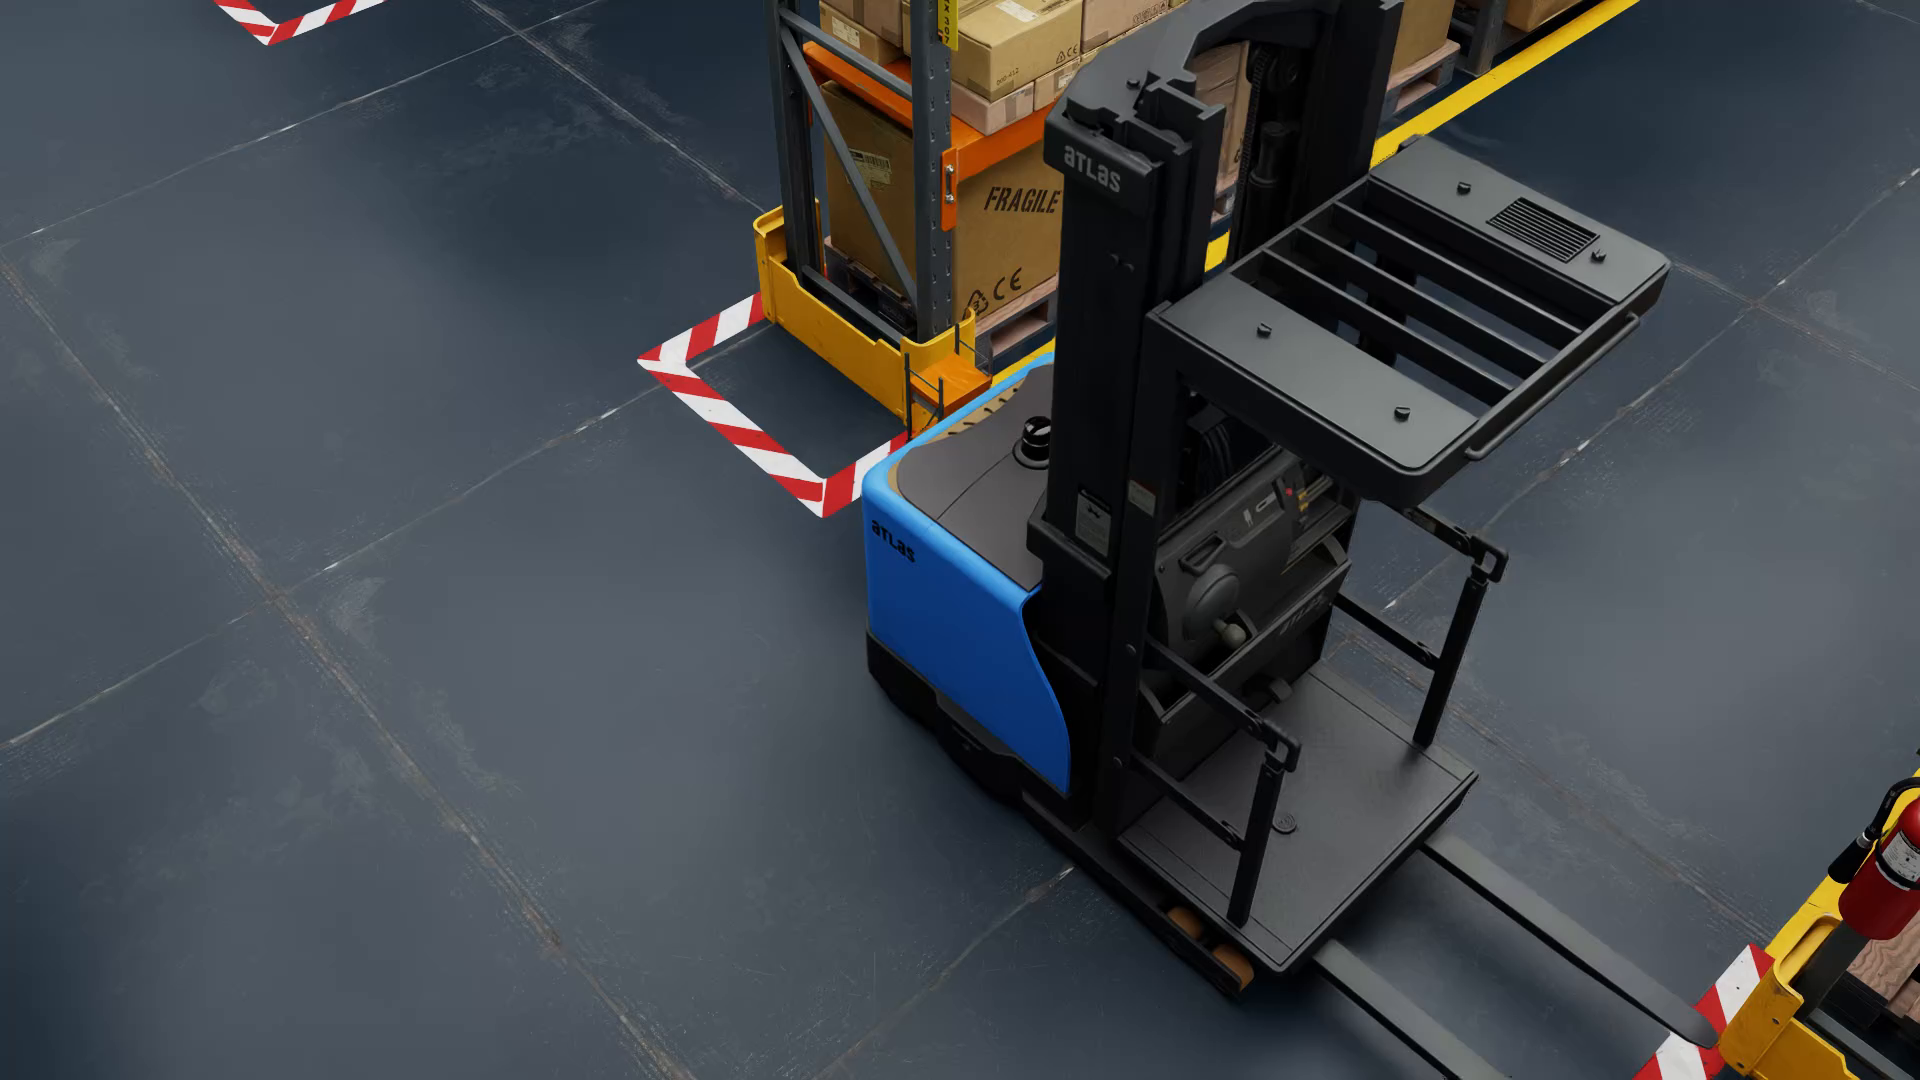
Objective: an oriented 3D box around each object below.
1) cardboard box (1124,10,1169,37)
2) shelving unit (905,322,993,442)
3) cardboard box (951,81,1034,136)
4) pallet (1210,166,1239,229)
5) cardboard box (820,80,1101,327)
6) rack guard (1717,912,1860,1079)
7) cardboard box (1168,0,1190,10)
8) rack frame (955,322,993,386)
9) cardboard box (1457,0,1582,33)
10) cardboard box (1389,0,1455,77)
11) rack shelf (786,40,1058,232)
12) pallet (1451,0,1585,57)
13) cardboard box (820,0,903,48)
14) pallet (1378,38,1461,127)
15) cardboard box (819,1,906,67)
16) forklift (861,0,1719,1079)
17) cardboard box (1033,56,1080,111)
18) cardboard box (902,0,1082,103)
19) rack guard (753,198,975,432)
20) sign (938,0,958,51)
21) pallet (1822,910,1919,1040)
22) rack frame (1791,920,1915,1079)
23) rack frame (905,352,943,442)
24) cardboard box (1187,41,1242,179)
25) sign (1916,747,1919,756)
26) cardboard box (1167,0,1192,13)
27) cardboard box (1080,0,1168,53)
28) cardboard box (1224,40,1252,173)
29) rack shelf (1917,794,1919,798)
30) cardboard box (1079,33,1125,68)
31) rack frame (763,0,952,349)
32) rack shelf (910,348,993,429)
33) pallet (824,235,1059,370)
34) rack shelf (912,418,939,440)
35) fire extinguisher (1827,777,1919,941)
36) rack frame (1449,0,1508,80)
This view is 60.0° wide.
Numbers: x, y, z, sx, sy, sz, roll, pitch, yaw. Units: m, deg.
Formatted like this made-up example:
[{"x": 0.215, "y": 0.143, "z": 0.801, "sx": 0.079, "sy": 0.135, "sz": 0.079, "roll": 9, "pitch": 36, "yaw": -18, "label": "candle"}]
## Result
[{"x": 0.643, "y": -2.167, "z": 6.932, "sx": 0.250, "sy": 0.149, "sz": 0.380, "roll": -35, "pitch": 56, "yaw": -28, "label": "cardboard box"}, {"x": -0.040, "y": -0.330, "z": 6.393, "sx": 0.252, "sy": 1.050, "sz": 0.215, "roll": -34, "pitch": 56, "yaw": -27, "label": "shelving unit"}, {"x": 0.073, "y": -1.783, "z": 6.578, "sx": 0.250, "sy": 0.149, "sz": 0.380, "roll": -33, "pitch": 55, "yaw": -27, "label": "cardboard box"}, {"x": 1.029, "y": -1.964, "z": 8.472, "sx": 1.213, "sy": 0.211, "sz": 1.003, "roll": -34, "pitch": 56, "yaw": -27, "label": "pallet"}, {"x": 0.008, "y": -1.654, "z": 7.448, "sx": 0.875, "sy": 0.875, "sz": 0.875, "roll": -34, "pitch": 56, "yaw": -27, "label": "cardboard box"}, {"x": 2.911, "y": 1.688, "z": 4.906, "sx": 0.348, "sy": 0.500, "sz": 1.175, "roll": -34, "pitch": 56, "yaw": -27, "label": "rack guard"}, {"x": 0.879, "y": -2.519, "z": 6.987, "sx": 0.500, "sy": 0.250, "sz": 0.500, "roll": -36, "pitch": 57, "yaw": -28, "label": "cardboard box"}, {"x": 0.051, "y": -0.390, "z": 6.449, "sx": 0.008, "sy": 1.050, "sz": 0.200, "roll": -34, "pitch": 56, "yaw": -27, "label": "rack frame"}, {"x": 3.008, "y": -3.599, "z": 9.243, "sx": 0.875, "sy": 0.875, "sz": 1.225, "roll": -34, "pitch": 56, "yaw": -27, "label": "cardboard box"}, {"x": 2.005, "y": -2.989, "z": 8.680, "sx": 0.875, "sy": 0.875, "sz": 0.875, "roll": -34, "pitch": 56, "yaw": -27, "label": "cardboard box"}, {"x": 1.068, "y": -2.617, "z": 7.666, "sx": 4.000, "sy": 0.370, "sz": 1.077, "roll": -34, "pitch": 56, "yaw": -27, "label": "rack shelf"}, {"x": 3.068, "y": -3.326, "z": 9.729, "sx": 1.213, "sy": 0.211, "sz": 1.003, "roll": -34, "pitch": 56, "yaw": -27, "label": "pallet"}, {"x": -0.232, "y": -2.306, "z": 6.789, "sx": 0.500, "sy": 0.250, "sz": 0.500, "roll": -35, "pitch": 56, "yaw": -28, "label": "cardboard box"}, {"x": 1.932, "y": -2.570, "z": 9.031, "sx": 1.213, "sy": 0.211, "sz": 1.003, "roll": -34, "pitch": 56, "yaw": -27, "label": "pallet"}, {"x": -0.370, "y": -2.142, "z": 6.909, "sx": 0.250, "sy": 0.149, "sz": 0.380, "roll": -33, "pitch": 55, "yaw": -27, "label": "cardboard box"}, {"x": 1.038, "y": 0.051, "z": 4.762, "sx": 1.130, "sy": 2.935, "sz": 3.031, "roll": -35, "pitch": 56, "yaw": -28, "label": "forklift"}, {"x": 0.261, "y": -1.910, "z": 6.696, "sx": 0.250, "sy": 0.149, "sz": 0.380, "roll": -35, "pitch": 56, "yaw": -28, "label": "cardboard box"}, {"x": 0.125, "y": -2.012, "z": 6.519, "sx": 0.500, "sy": 0.250, "sz": 0.500, "roll": -35, "pitch": 56, "yaw": -28, "label": "cardboard box"}, {"x": -0.430, "y": -1.012, "z": 7.397, "sx": 0.348, "sy": 0.500, "sz": 1.175, "roll": -34, "pitch": 56, "yaw": -27, "label": "rack guard"}, {"x": -0.043, "y": -1.887, "z": 5.861, "sx": 0.005, "sy": 0.325, "sz": 0.100, "roll": -34, "pitch": 56, "yaw": -27, "label": "sign"}, {"x": 3.556, "y": 1.380, "z": 5.386, "sx": 1.213, "sy": 0.211, "sz": 1.003, "roll": -34, "pitch": 56, "yaw": -27, "label": "pallet"}, {"x": 2.920, "y": 0.821, "z": 4.004, "sx": 0.127, "sy": 3.000, "sz": 1.000, "roll": -34, "pitch": 56, "yaw": -27, "label": "rack frame"}, {"x": -0.130, "y": -0.269, "z": 6.337, "sx": 0.008, "sy": 1.050, "sz": 0.200, "roll": -34, "pitch": 56, "yaw": -27, "label": "rack frame"}, {"x": 0.681, "y": -2.104, "z": 7.863, "sx": 0.875, "sy": 0.875, "sz": 0.875, "roll": -34, "pitch": 56, "yaw": -27, "label": "cardboard box"}, {"x": 2.538, "y": 0.475, "z": 4.213, "sx": 0.005, "sy": 0.325, "sz": 0.100, "roll": -34, "pitch": 56, "yaw": -27, "label": "sign"}, {"x": 0.832, "y": -2.292, "z": 7.048, "sx": 0.250, "sy": 0.149, "sz": 0.380, "roll": -35, "pitch": 56, "yaw": -28, "label": "cardboard box"}, {"x": 0.505, "y": -2.273, "z": 6.759, "sx": 0.500, "sy": 0.250, "sz": 0.500, "roll": -34, "pitch": 56, "yaw": -28, "label": "cardboard box"}, {"x": 1.339, "y": -2.544, "z": 8.269, "sx": 0.875, "sy": 0.875, "sz": 0.875, "roll": -34, "pitch": 56, "yaw": -27, "label": "cardboard box"}, {"x": 4.400, "y": 0.077, "z": 5.181, "sx": 4.000, "sy": 0.370, "sz": 1.077, "roll": -34, "pitch": 56, "yaw": -27, "label": "rack shelf"}, {"x": 0.451, "y": -2.037, "z": 6.813, "sx": 0.250, "sy": 0.149, "sz": 0.380, "roll": -35, "pitch": 56, "yaw": -28, "label": "cardboard box"}, {"x": -0.412, "y": -1.872, "z": 6.489, "sx": 0.127, "sy": 3.000, "sz": 1.000, "roll": -34, "pitch": 56, "yaw": -27, "label": "rack frame"}, {"x": -0.040, "y": -0.515, "z": 6.192, "sx": 0.240, "sy": 0.259, "sz": 0.215, "roll": -34, "pitch": 56, "yaw": -27, "label": "rack shelf"}, {"x": 0.127, "y": -1.364, "z": 7.918, "sx": 1.213, "sy": 0.211, "sz": 1.003, "roll": -34, "pitch": 56, "yaw": -27, "label": "pallet"}, {"x": -0.040, "y": -0.322, "z": 6.401, "sx": 0.240, "sy": 0.259, "sz": 0.215, "roll": -34, "pitch": 56, "yaw": -27, "label": "rack shelf"}, {"x": 2.503, "y": 0.802, "z": 4.329, "sx": 0.183, "sy": 0.674, "sz": 0.296, "roll": -34, "pitch": 56, "yaw": -27, "label": "fire extinguisher"}, {"x": 2.547, "y": -3.850, "z": 8.314, "sx": 0.127, "sy": 3.000, "sz": 1.000, "roll": -34, "pitch": 56, "yaw": -27, "label": "rack frame"}]
